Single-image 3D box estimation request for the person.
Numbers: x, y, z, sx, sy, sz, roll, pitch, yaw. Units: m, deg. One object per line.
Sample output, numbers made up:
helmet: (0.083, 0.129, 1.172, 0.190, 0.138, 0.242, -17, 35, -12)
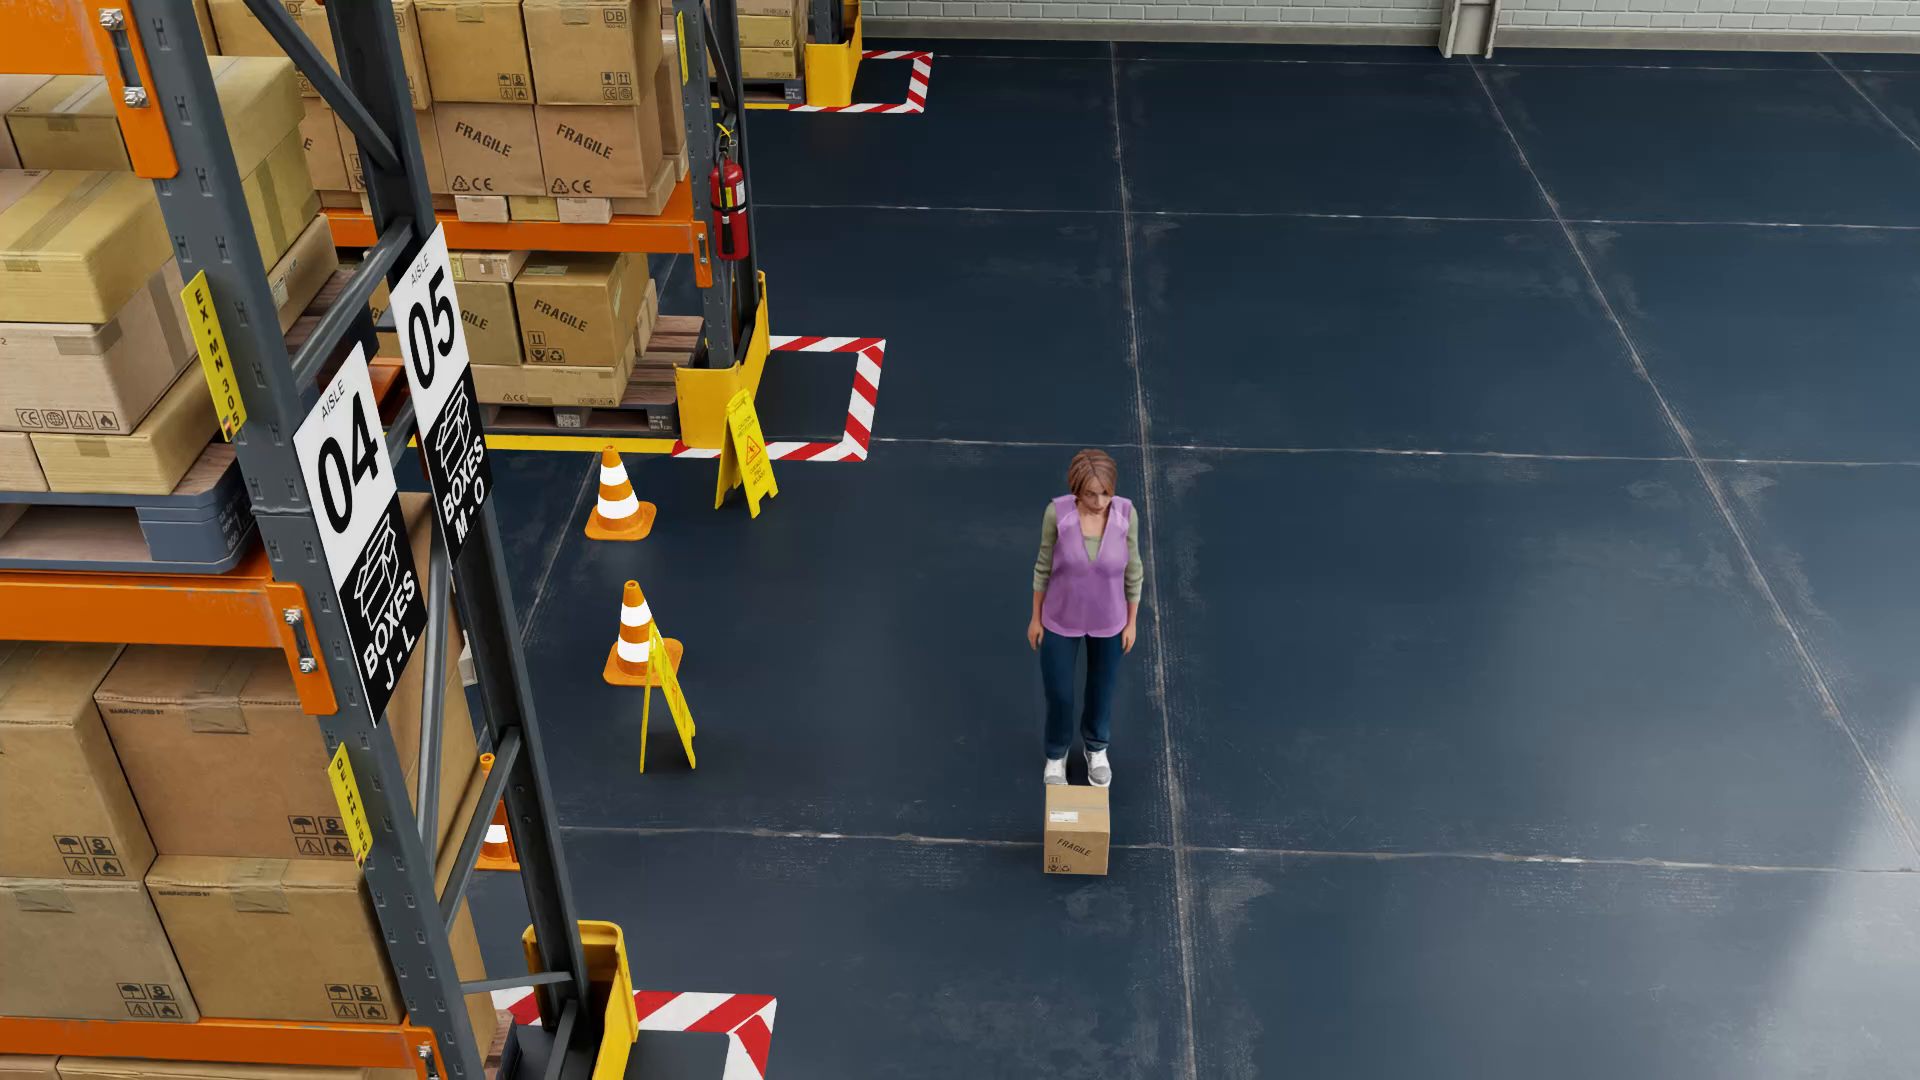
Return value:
person: (0.497, 0.341, 6.651, 0.451, 1.639, 0.309, -2, 36, -2)
